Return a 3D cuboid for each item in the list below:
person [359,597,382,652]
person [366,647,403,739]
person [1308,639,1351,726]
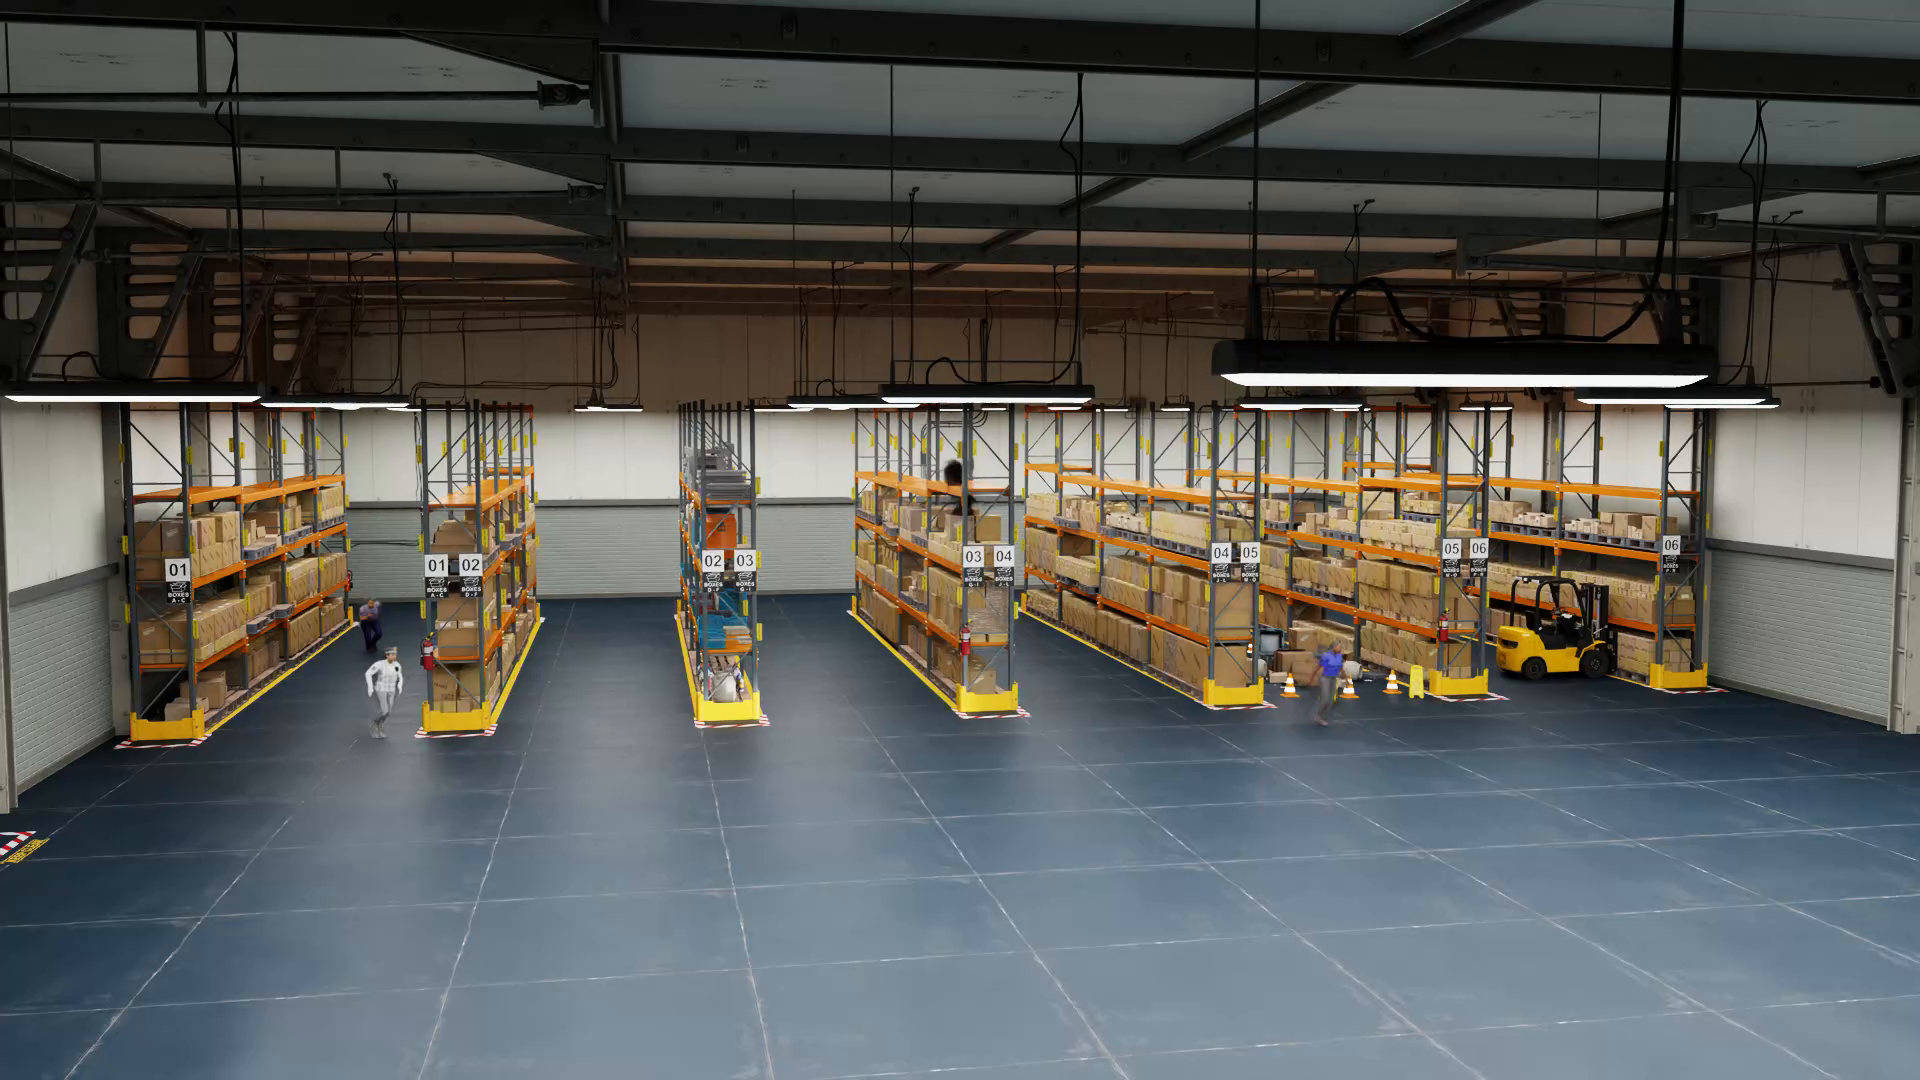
[{"bbox_3d":[-14.123,2.023,39.876,0.617,1.373,0.960,-3,5,-35],"label":"person"},{"bbox_3d":[-10.142,2.701,29.410,0.613,1.640,0.616,4,6,41],"label":"person"},{"bbox_3d":[6.799,2.618,30.536,0.577,1.611,0.611,-3,5,-33],"label":"person"}]
